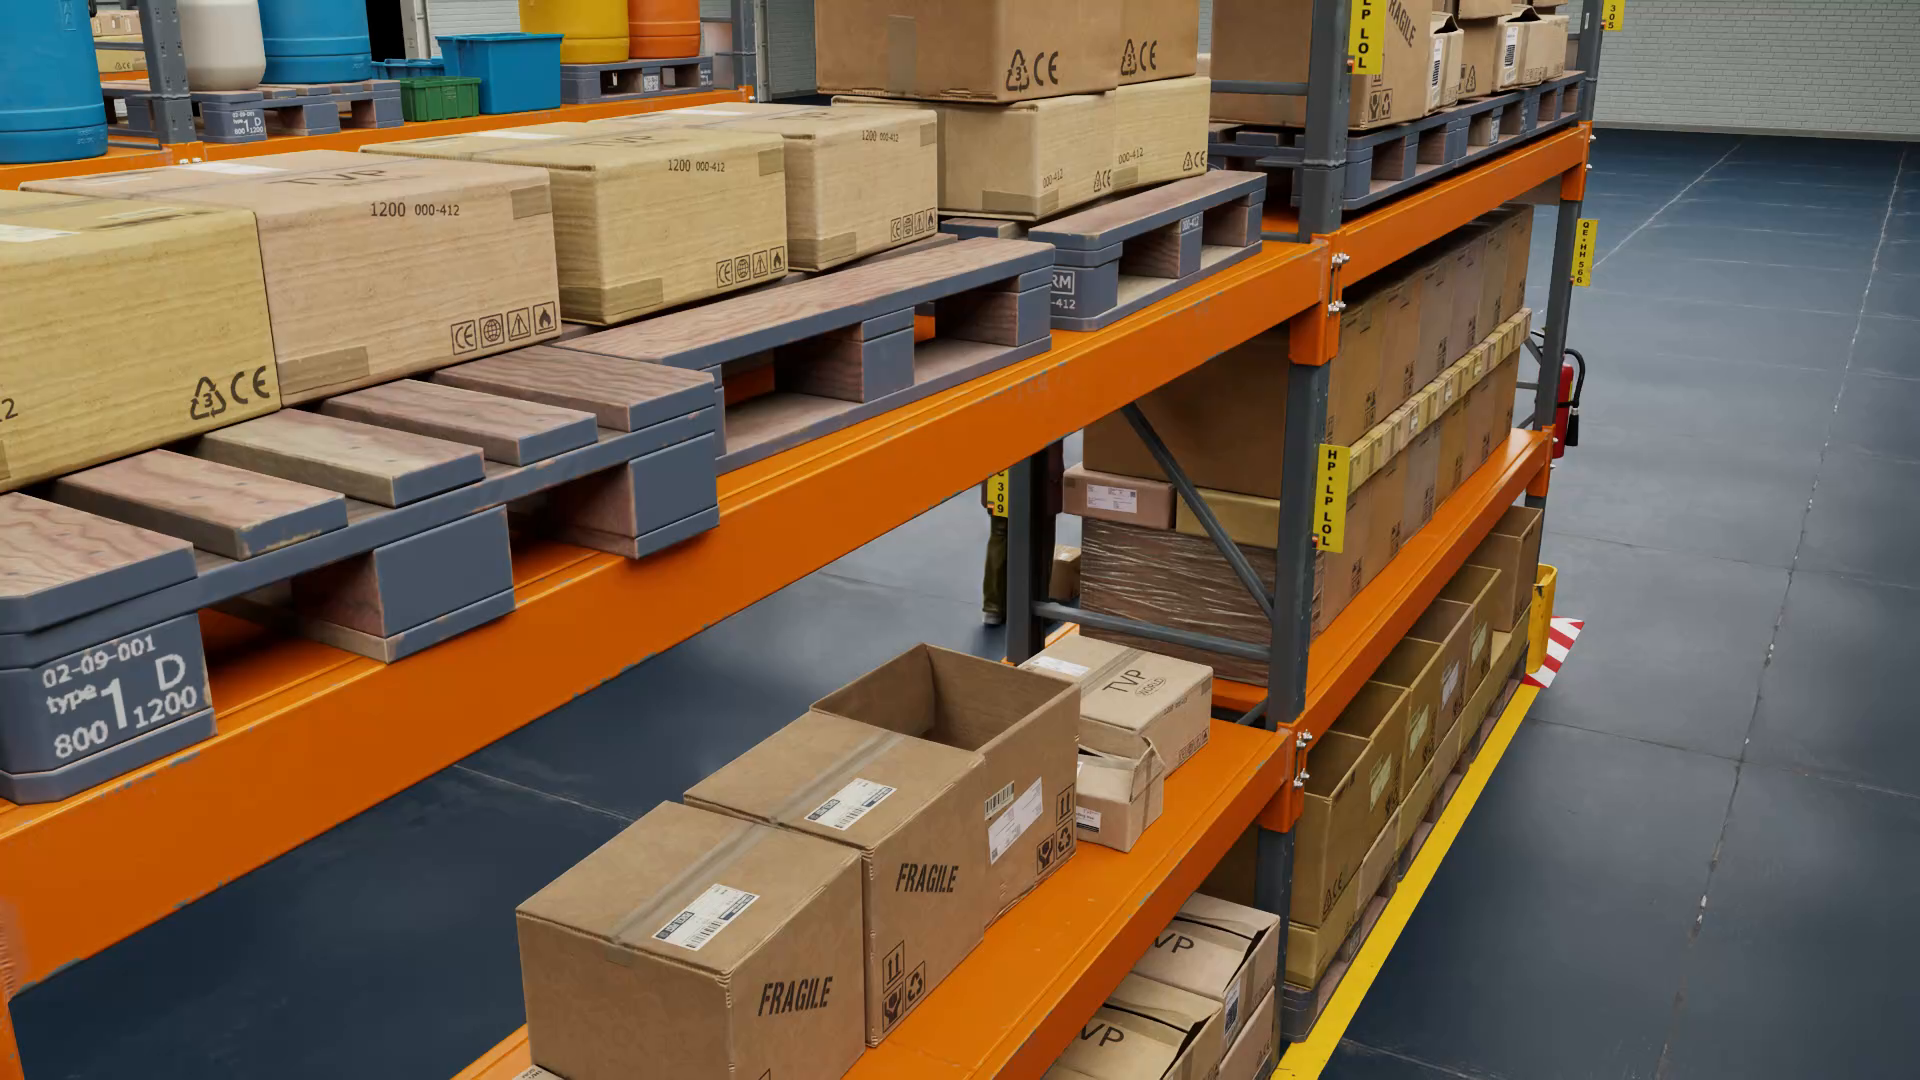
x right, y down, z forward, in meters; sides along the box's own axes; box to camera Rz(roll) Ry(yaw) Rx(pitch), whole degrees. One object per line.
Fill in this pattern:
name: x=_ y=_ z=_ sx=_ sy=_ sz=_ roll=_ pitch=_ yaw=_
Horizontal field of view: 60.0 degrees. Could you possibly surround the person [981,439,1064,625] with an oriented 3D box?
person: x=0.329 y=-0.379 z=9.206 sx=0.561 sy=1.788 sz=0.402 roll=11 pitch=22 yaw=29
